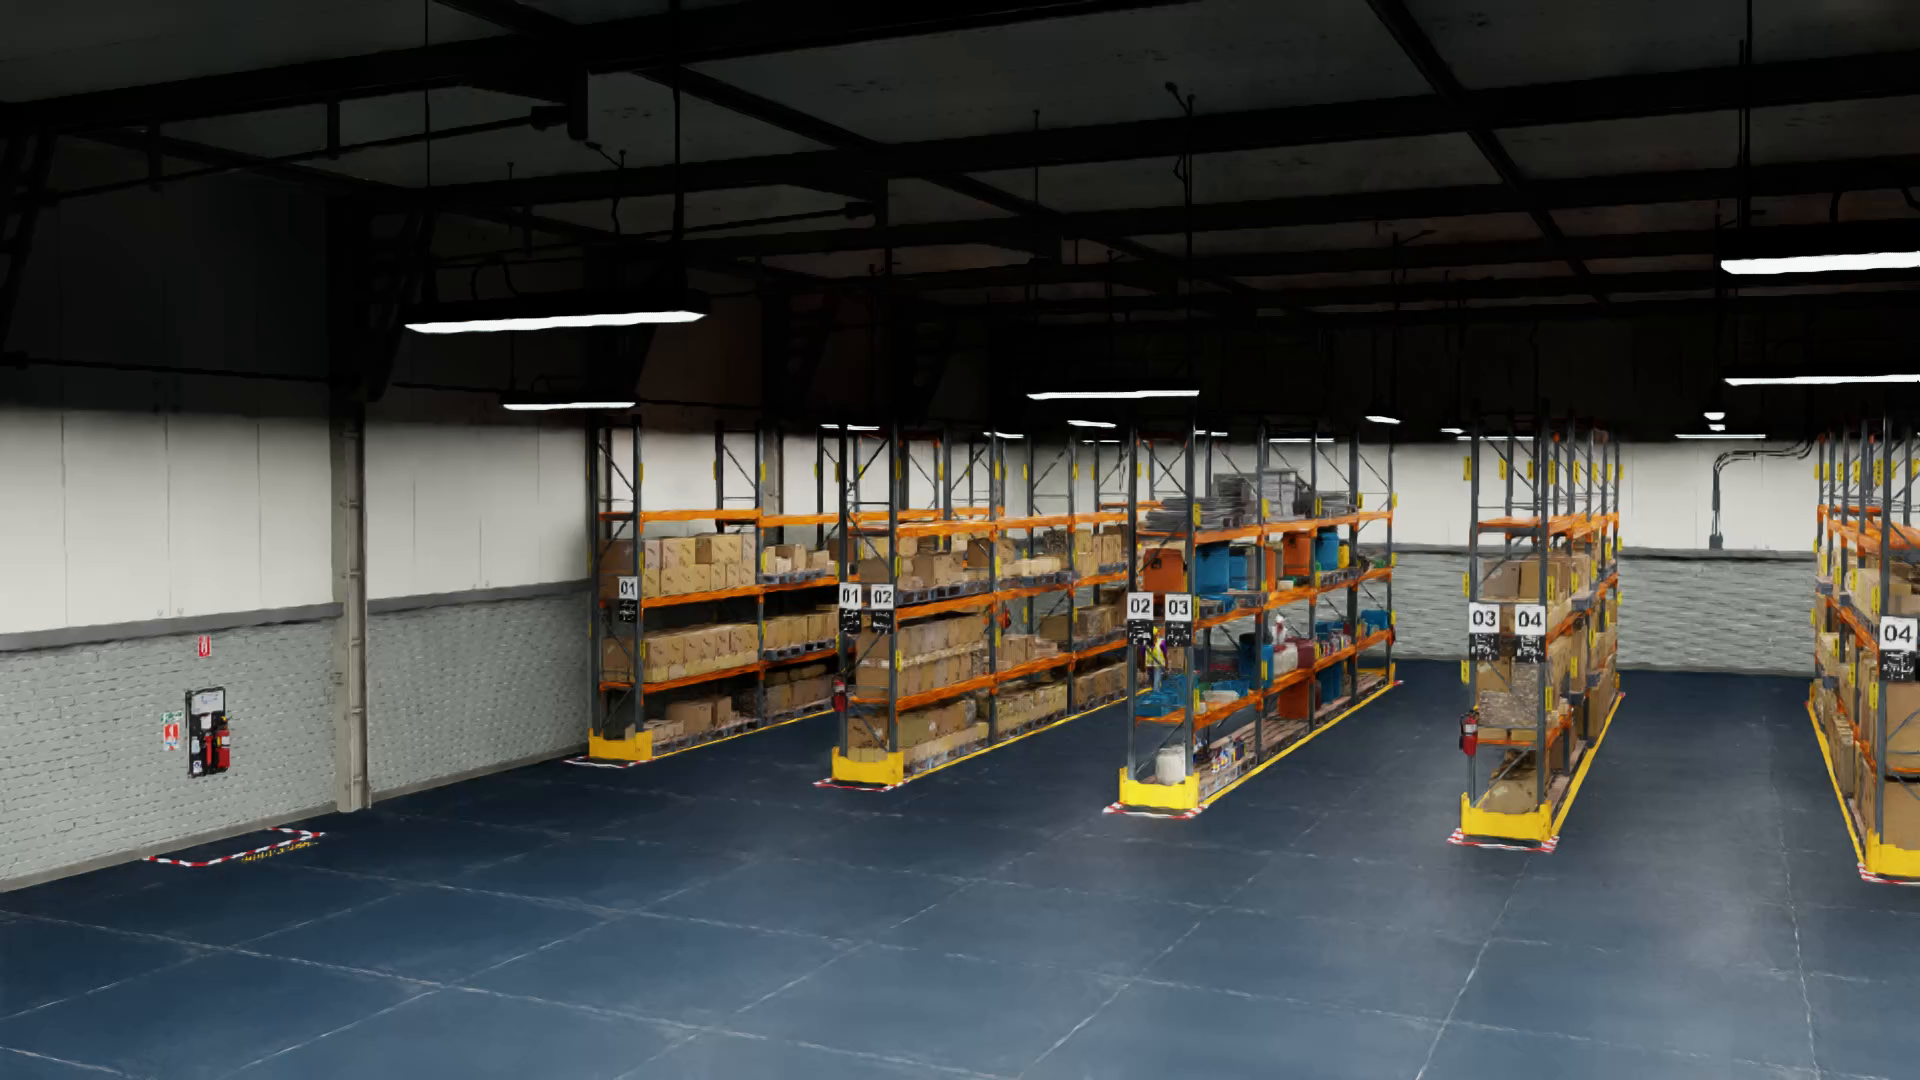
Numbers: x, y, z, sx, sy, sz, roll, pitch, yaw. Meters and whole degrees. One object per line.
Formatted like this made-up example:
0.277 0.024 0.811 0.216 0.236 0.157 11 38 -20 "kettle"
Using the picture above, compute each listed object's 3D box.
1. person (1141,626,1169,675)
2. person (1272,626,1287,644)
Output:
4.136 2.375 35.600 0.575 1.077 0.452 1 3 27 "person"
7.325 2.672 38.142 0.428 1.397 0.963 1 3 23 "person"
